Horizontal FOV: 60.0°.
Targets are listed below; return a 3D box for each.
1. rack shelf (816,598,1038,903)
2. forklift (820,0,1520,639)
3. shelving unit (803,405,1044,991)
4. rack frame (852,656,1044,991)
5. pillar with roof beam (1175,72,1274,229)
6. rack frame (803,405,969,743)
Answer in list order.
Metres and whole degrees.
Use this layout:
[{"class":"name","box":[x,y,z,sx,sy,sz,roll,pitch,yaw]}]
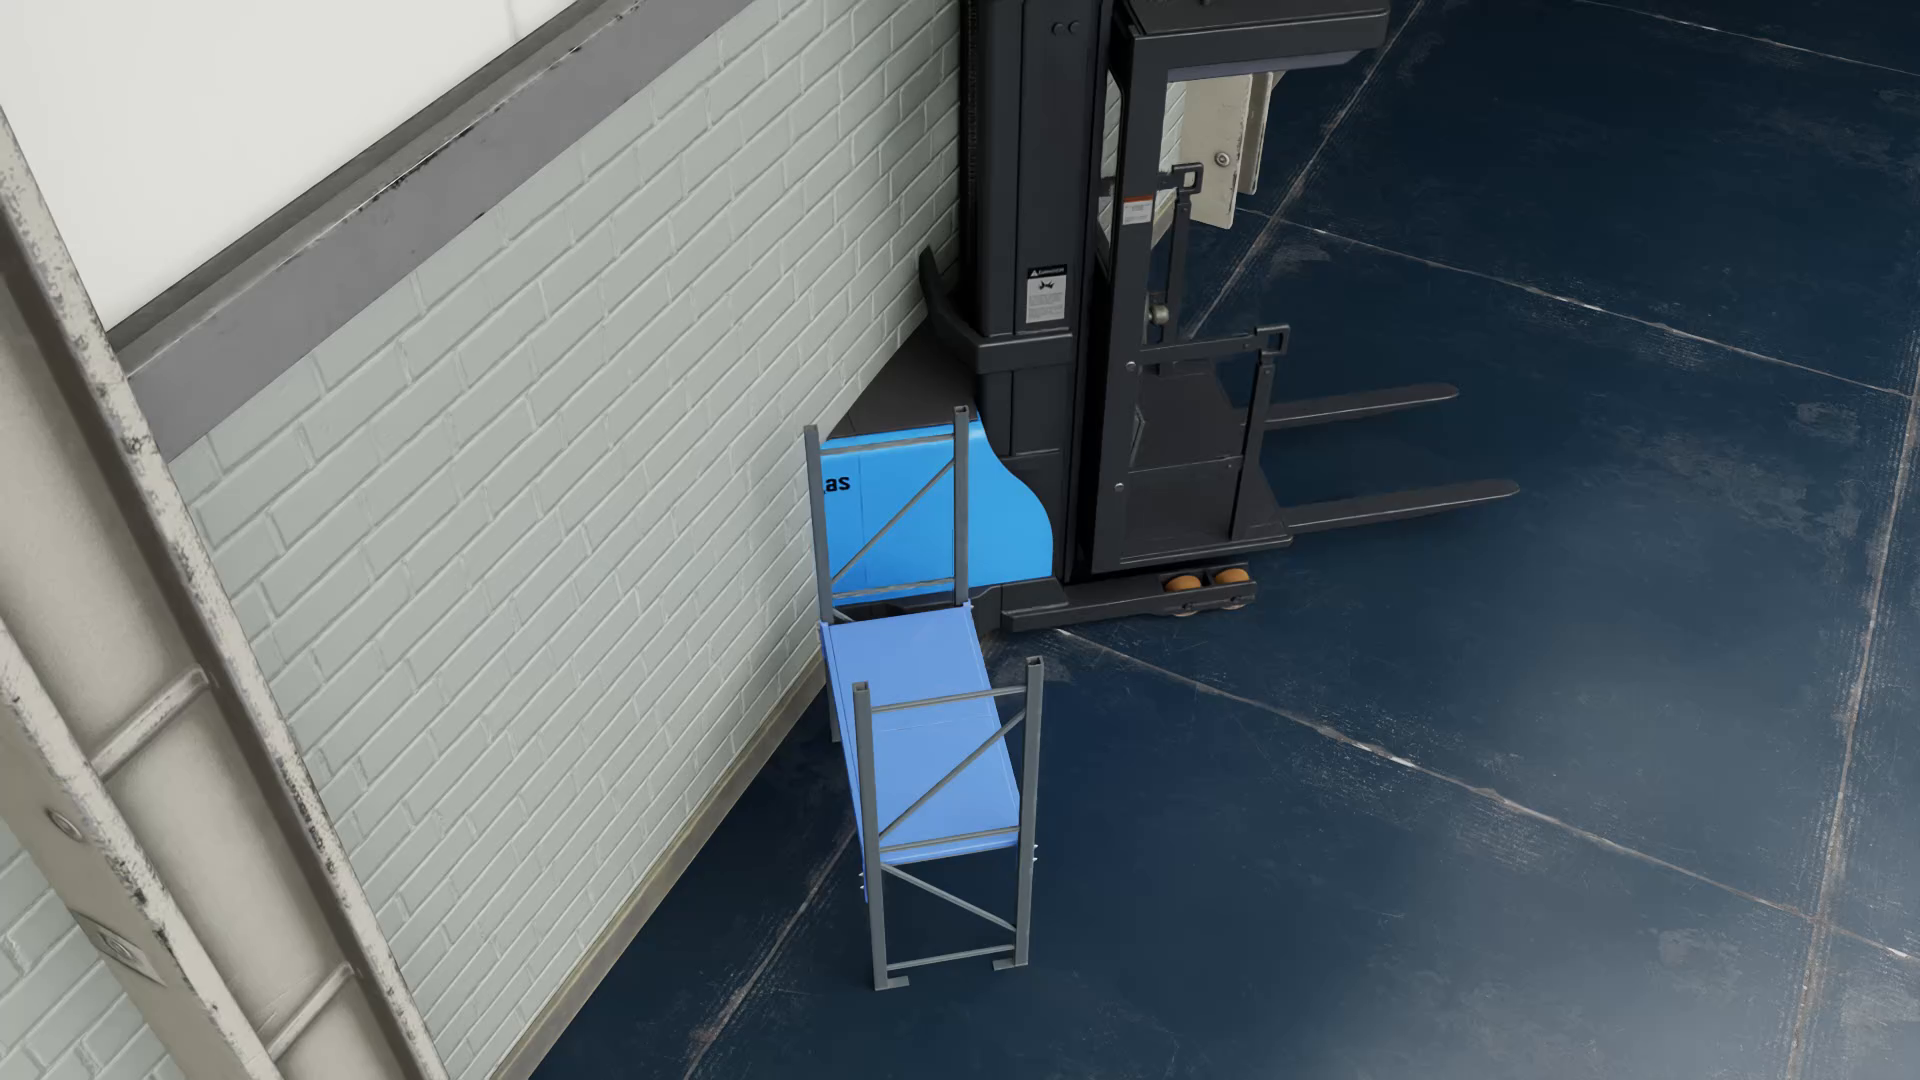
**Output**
[{"class":"rack shelf","box":[-0.125,0.644,5.312,0.538,0.185,1.000,-8,46,-8]},{"class":"forklift","box":[0.686,-1.096,5.773,3.031,2.935,1.130,-8,46,-8]},{"class":"shelving unit","box":[-0.125,0.518,5.184,0.538,1.500,1.048,-8,46,-8]},{"class":"rack frame","box":[-0.030,0.873,4.833,0.500,1.500,0.032,-8,46,-8]},{"class":"pillar with roof beam","box":[5.105,-3.463,3.846,9.100,9.000,0.400,20,49,19]},{"class":"rack frame","box":[-0.221,0.163,5.535,0.500,1.500,0.032,-8,46,-8]}]
